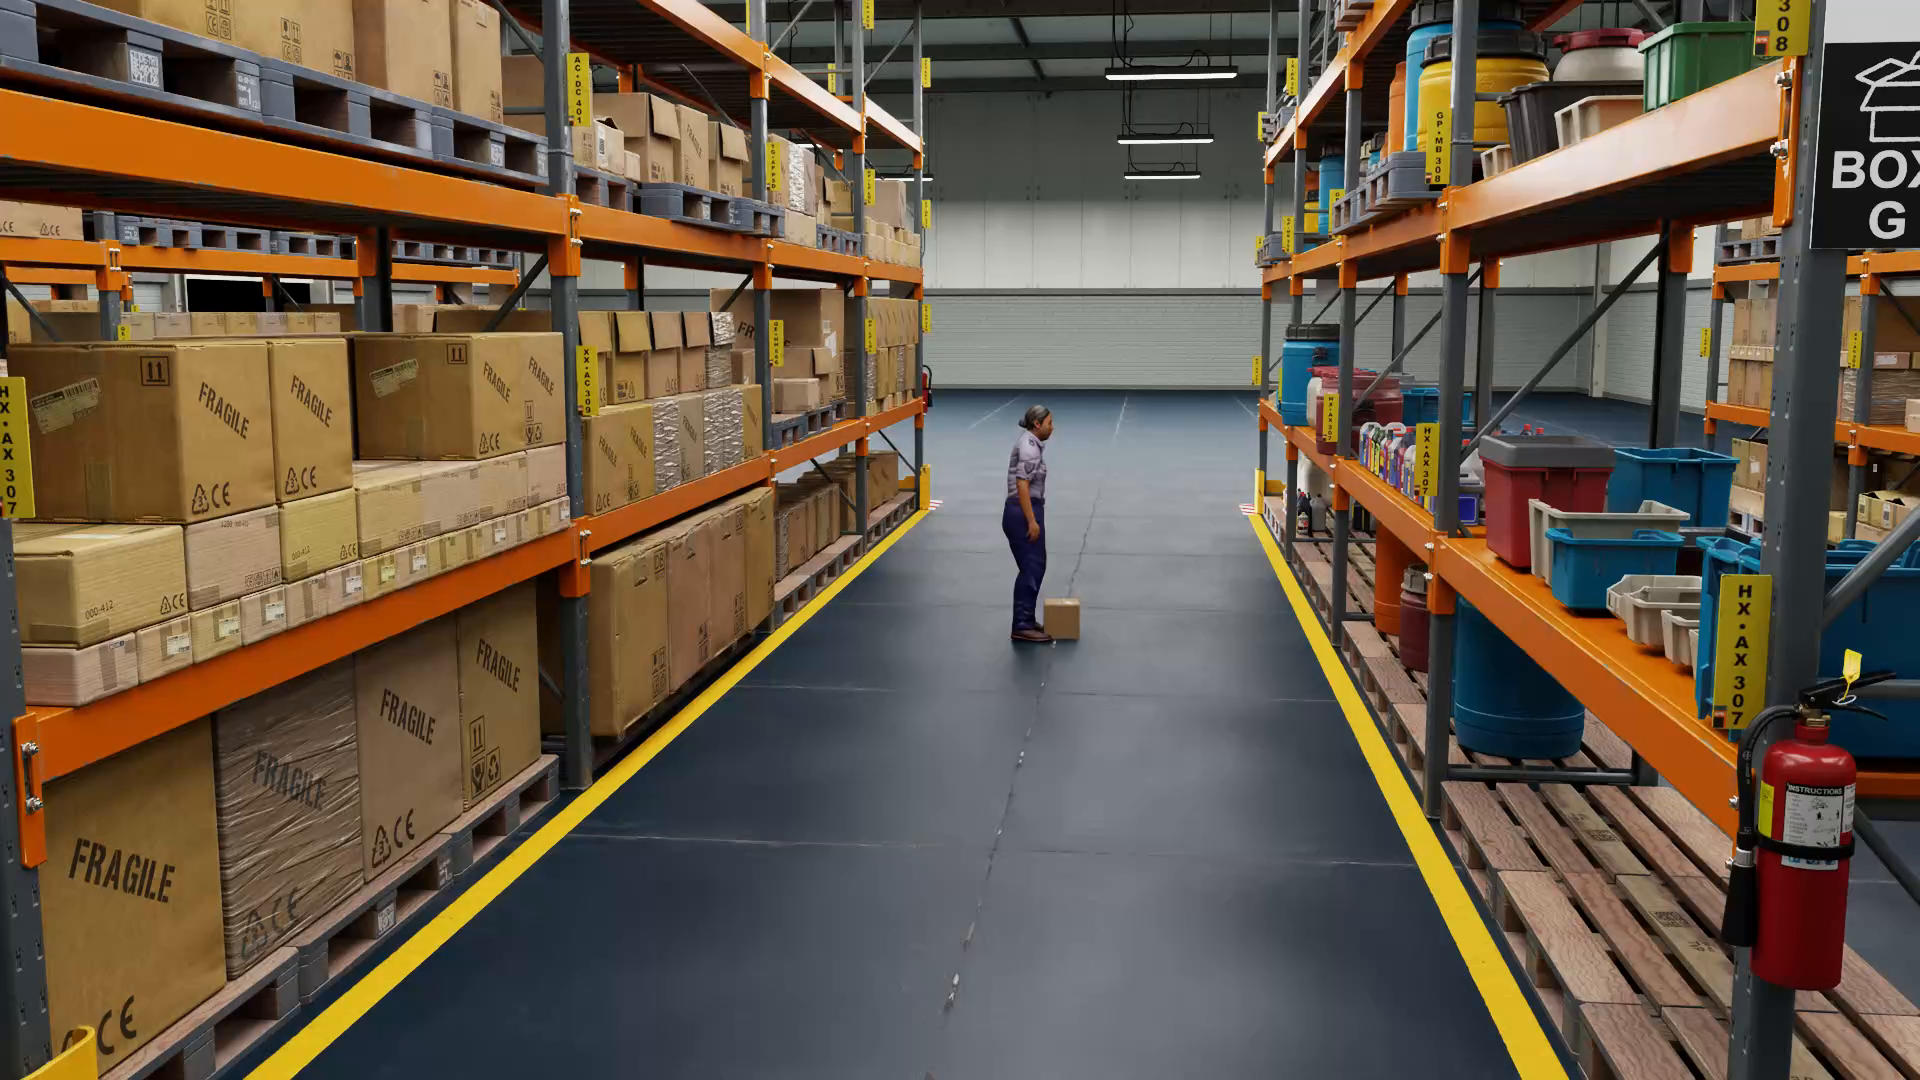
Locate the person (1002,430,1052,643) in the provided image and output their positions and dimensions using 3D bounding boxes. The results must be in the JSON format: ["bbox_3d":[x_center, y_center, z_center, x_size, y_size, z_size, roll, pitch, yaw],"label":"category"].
[{"bbox_3d":[0.486,-0.046,11.822,0.373,1.476,0.549,0,8,3],"label":"person"}]
